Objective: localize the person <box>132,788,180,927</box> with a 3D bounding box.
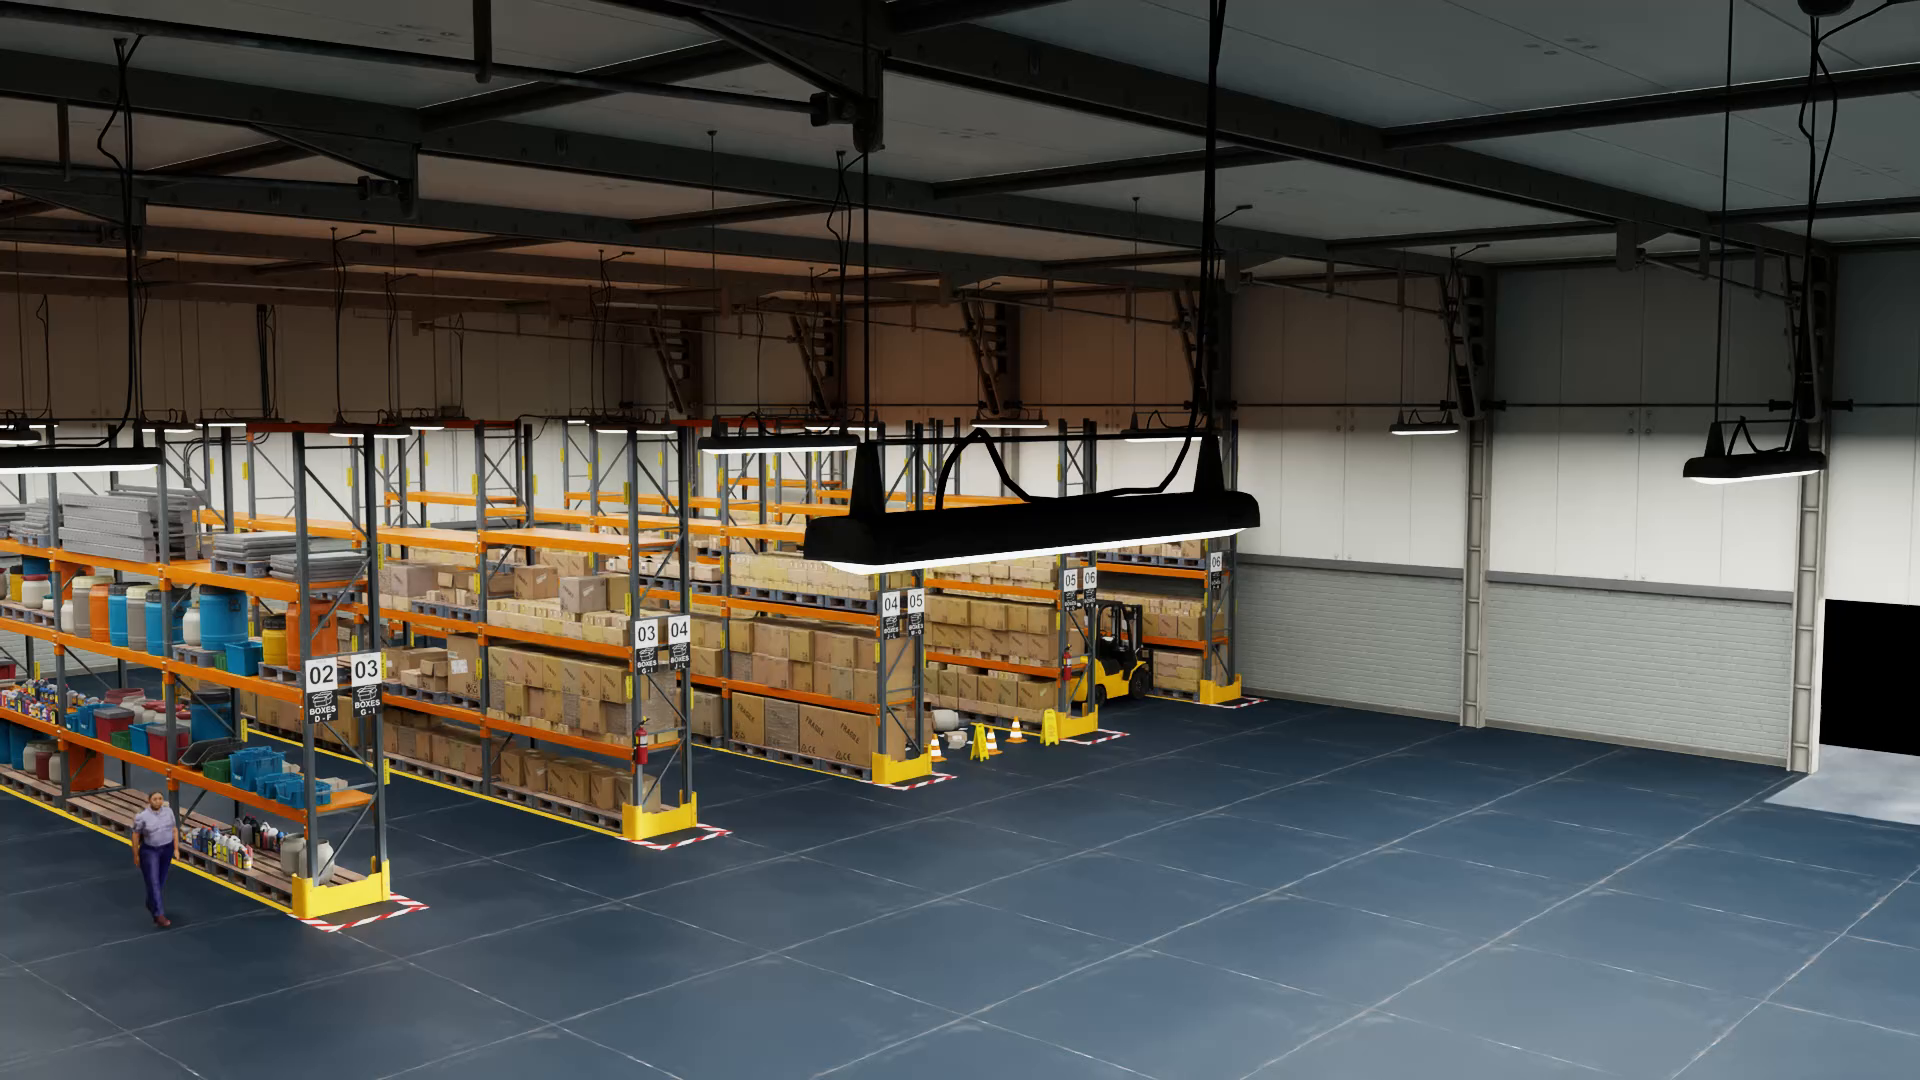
[{"bbox_3d":[-9.811,3.845,20.365,0.948,1.601,0.516,3,6,34],"label":"person"}]
